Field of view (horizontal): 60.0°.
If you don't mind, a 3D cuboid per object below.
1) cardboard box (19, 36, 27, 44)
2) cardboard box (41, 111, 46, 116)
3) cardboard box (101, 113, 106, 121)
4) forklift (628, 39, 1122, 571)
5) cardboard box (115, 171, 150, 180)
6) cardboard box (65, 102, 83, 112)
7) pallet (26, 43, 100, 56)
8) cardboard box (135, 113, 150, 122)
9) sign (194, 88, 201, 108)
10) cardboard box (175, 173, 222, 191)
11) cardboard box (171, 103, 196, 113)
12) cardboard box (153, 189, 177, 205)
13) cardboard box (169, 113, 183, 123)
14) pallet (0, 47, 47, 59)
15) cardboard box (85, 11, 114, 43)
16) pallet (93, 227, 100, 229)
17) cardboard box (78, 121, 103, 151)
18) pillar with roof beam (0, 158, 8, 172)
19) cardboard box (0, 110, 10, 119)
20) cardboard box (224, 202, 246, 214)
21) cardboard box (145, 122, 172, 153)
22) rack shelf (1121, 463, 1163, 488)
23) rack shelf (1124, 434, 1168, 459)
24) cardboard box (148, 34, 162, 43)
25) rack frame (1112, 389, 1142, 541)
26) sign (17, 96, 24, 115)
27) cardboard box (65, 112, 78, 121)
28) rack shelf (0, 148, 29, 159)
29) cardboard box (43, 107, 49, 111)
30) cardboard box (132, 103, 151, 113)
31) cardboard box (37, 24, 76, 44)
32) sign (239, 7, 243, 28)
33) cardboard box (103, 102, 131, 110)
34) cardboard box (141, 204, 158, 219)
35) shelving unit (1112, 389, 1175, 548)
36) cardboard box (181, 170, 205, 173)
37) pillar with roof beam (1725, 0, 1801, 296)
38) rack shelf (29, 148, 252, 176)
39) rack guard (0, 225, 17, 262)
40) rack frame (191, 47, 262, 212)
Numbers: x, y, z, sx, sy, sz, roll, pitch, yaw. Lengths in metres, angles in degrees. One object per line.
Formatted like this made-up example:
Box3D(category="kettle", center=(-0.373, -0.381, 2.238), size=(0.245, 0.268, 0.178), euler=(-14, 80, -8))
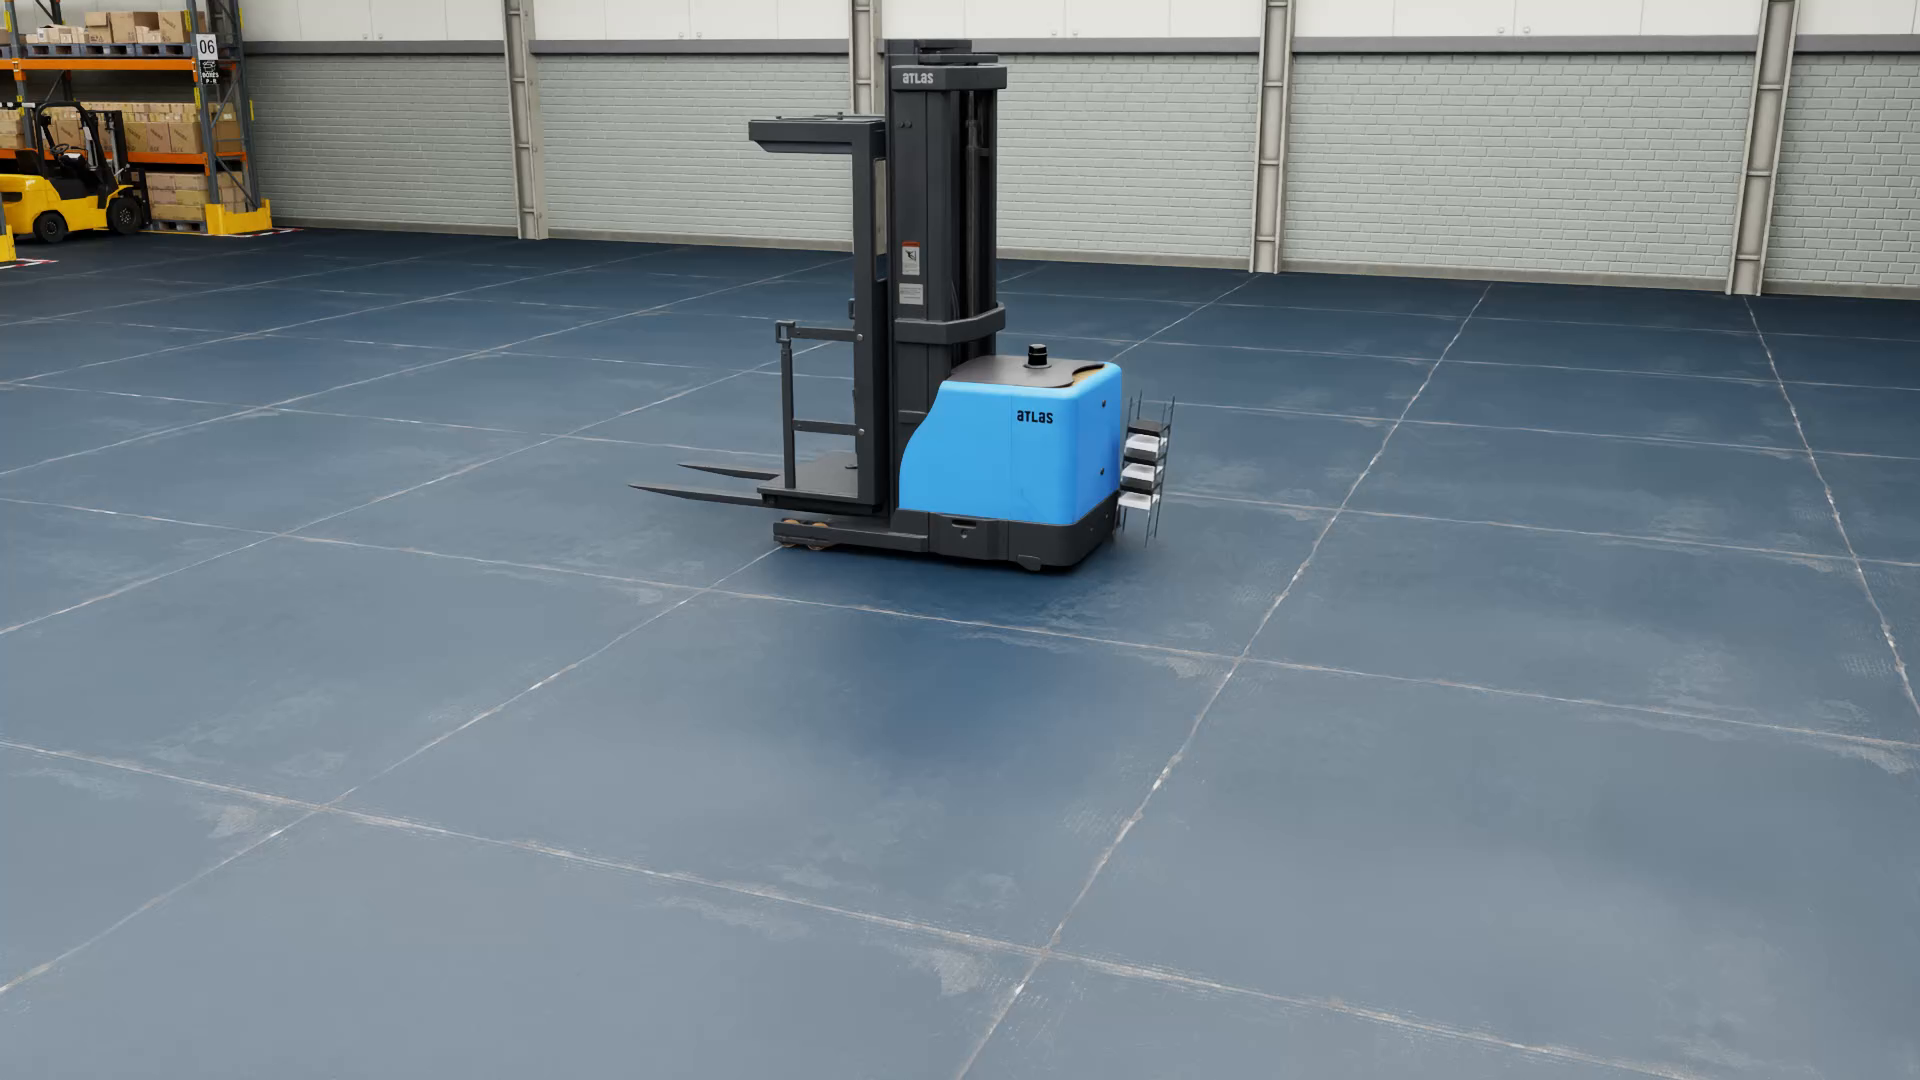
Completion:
Box3D(category="cardboard box", center=(-16.657, -8.792, 29.216), size=(0.250, 0.149, 0.380), euler=(6, 17, 21))
Box3D(category="cardboard box", center=(-15.740, -7.343, 28.745), size=(0.250, 0.149, 0.380), euler=(6, 17, 20))
Box3D(category="cardboard box", center=(-14.308, -7.180, 28.182), size=(0.250, 0.149, 0.380), euler=(6, 17, 19))
Box3D(category="forklift", center=(-0.585, -1.473, 9.989), size=(3.031, 2.935, 1.130), euler=(6, 17, 21))
Box3D(category="cardboard box", center=(-14.180, -6.156, 28.385), size=(0.500, 0.250, 0.500), euler=(6, 17, 20))
Box3D(category="cardboard box", center=(-15.033, -7.397, 28.398), size=(0.250, 0.149, 0.380), euler=(7, 17, 22))
Box3D(category="pallet", center=(-15.137, -8.402, 28.514), size=(1.213, 0.211, 1.003), euler=(6, 17, 21))
Box3D(category="cardboard box", center=(-13.604, -7.102, 27.914), size=(0.250, 0.149, 0.380), euler=(6, 17, 19))
Box3D(category="sign", center=(-12.431, -7.206, 27.113), size=(0.005, 0.325, 0.100), euler=(6, 17, 21))
Box3D(category="cardboard box", center=(-12.761, -6.003, 27.856), size=(0.500, 0.250, 0.500), euler=(7, 18, 22))
Box3D(category="cardboard box", center=(-12.870, -7.177, 27.639), size=(0.250, 0.149, 0.380), euler=(6, 17, 21))
Box3D(category="cardboard box", center=(-13.249, -5.819, 28.121), size=(0.500, 0.250, 0.500), euler=(6, 17, 20))
Box3D(category="cardboard box", center=(-12.893, -7.016, 27.618), size=(0.250, 0.149, 0.380), euler=(7, 17, 22))
Box3D(category="pallet", center=(-16.765, -8.520, 29.105), size=(1.217, 0.209, 0.805), euler=(6, 17, 18))
Box3D(category="cardboard box", center=(-14.166, -8.598, 27.911), size=(0.637, 0.503, 0.797), euler=(7, 18, 22))
Box3D(category="pallet", center=(-15.215, -5.653, 29.268), size=(1.213, 0.211, 1.003), euler=(6, 17, 21))
Box3D(category="cardboard box", center=(-14.661, -6.919, 28.447), size=(0.500, 0.500, 0.500), euler=(6, 17, 20))
Box3D(category="pillar with roof beam", center=(-19.697, -9.359, 26.270), size=(0.400, 9.000, 9.100), euler=(6, 17, 21))
Box3D(category="cardboard box", center=(-16.586, -7.443, 29.089), size=(0.250, 0.149, 0.380), euler=(6, 17, 20))
Box3D(category="cardboard box", center=(-12.604, -5.658, 28.460), size=(0.500, 0.250, 0.500), euler=(6, 17, 21))
Box3D(category="cardboard box", center=(-13.252, -6.761, 27.903), size=(0.500, 0.500, 0.500), euler=(7, 18, 22))
Box3D(category="rack shelf", center=(1.102, -0.398, 10.019), size=(0.200, 0.077, 0.258), euler=(12, 19, 19))
Box3D(category="rack shelf", center=(1.118, -0.568, 9.963), size=(0.200, 0.077, 0.258), euler=(12, 19, 19))
Box3D(category="cardboard box", center=(-13.101, -8.251, 27.352), size=(0.250, 0.149, 0.380), euler=(6, 17, 19))
Box3D(category="rack frame", center=(1.011, -0.449, 10.041), size=(0.006, 0.900, 0.240), euler=(12, 19, 19))
Box3D(category="sign", center=(-16.130, -7.461, 28.558), size=(0.005, 0.325, 0.100), euler=(6, 17, 21))
Box3D(category="cardboard box", center=(-15.043, -7.253, 28.435), size=(0.250, 0.149, 0.380), euler=(7, 17, 22))
Box3D(category="rack shelf", center=(-17.800, -6.944, 30.002), size=(4.000, 0.370, 1.077), euler=(6, 17, 21))
Box3D(category="cardboard box", center=(-15.752, -7.477, 28.674), size=(0.250, 0.149, 0.380), euler=(7, 17, 22))
Box3D(category="cardboard box", center=(-13.611, -7.239, 27.853), size=(0.250, 0.149, 0.380), euler=(7, 18, 22))
Box3D(category="cardboard box", center=(-15.255, -8.584, 28.208), size=(0.500, 0.311, 0.500), euler=(7, 17, 22))
Box3D(category="sign", center=(-12.009, -8.717, 27.730), size=(0.005, 0.325, 0.100), euler=(6, 17, 21))
Box3D(category="cardboard box", center=(-14.286, -7.345, 28.219), size=(0.250, 0.149, 0.380), euler=(6, 17, 21))
Box3D(category="cardboard box", center=(-13.693, -5.630, 28.364), size=(0.500, 0.250, 0.500), euler=(6, 17, 21))
Box3D(category="shelving unit", center=(1.105, -0.430, 10.009), size=(0.210, 0.900, 0.258), euler=(12, 19, 19))
Box3D(category="cardboard box", center=(-13.062, -6.185, 28.484), size=(0.500, 0.250, 0.500), euler=(6, 17, 21))
Box3D(category="pillar with roof beam", center=(8.211, -6.290, 15.699), size=(0.400, 9.000, 9.100), euler=(6, 17, 21))
Box3D(category="rack shelf", center=(-14.079, -6.534, 28.592), size=(4.000, 0.370, 1.077), euler=(6, 17, 21))
Box3D(category="rack guard", center=(-14.107, -4.195, 23.727), size=(0.348, 0.500, 1.175), euler=(6, 17, 21))
Box3D(category="rack frame", center=(-12.219, -6.675, 27.787), size=(0.127, 3.000, 1.000), euler=(6, 17, 21))
